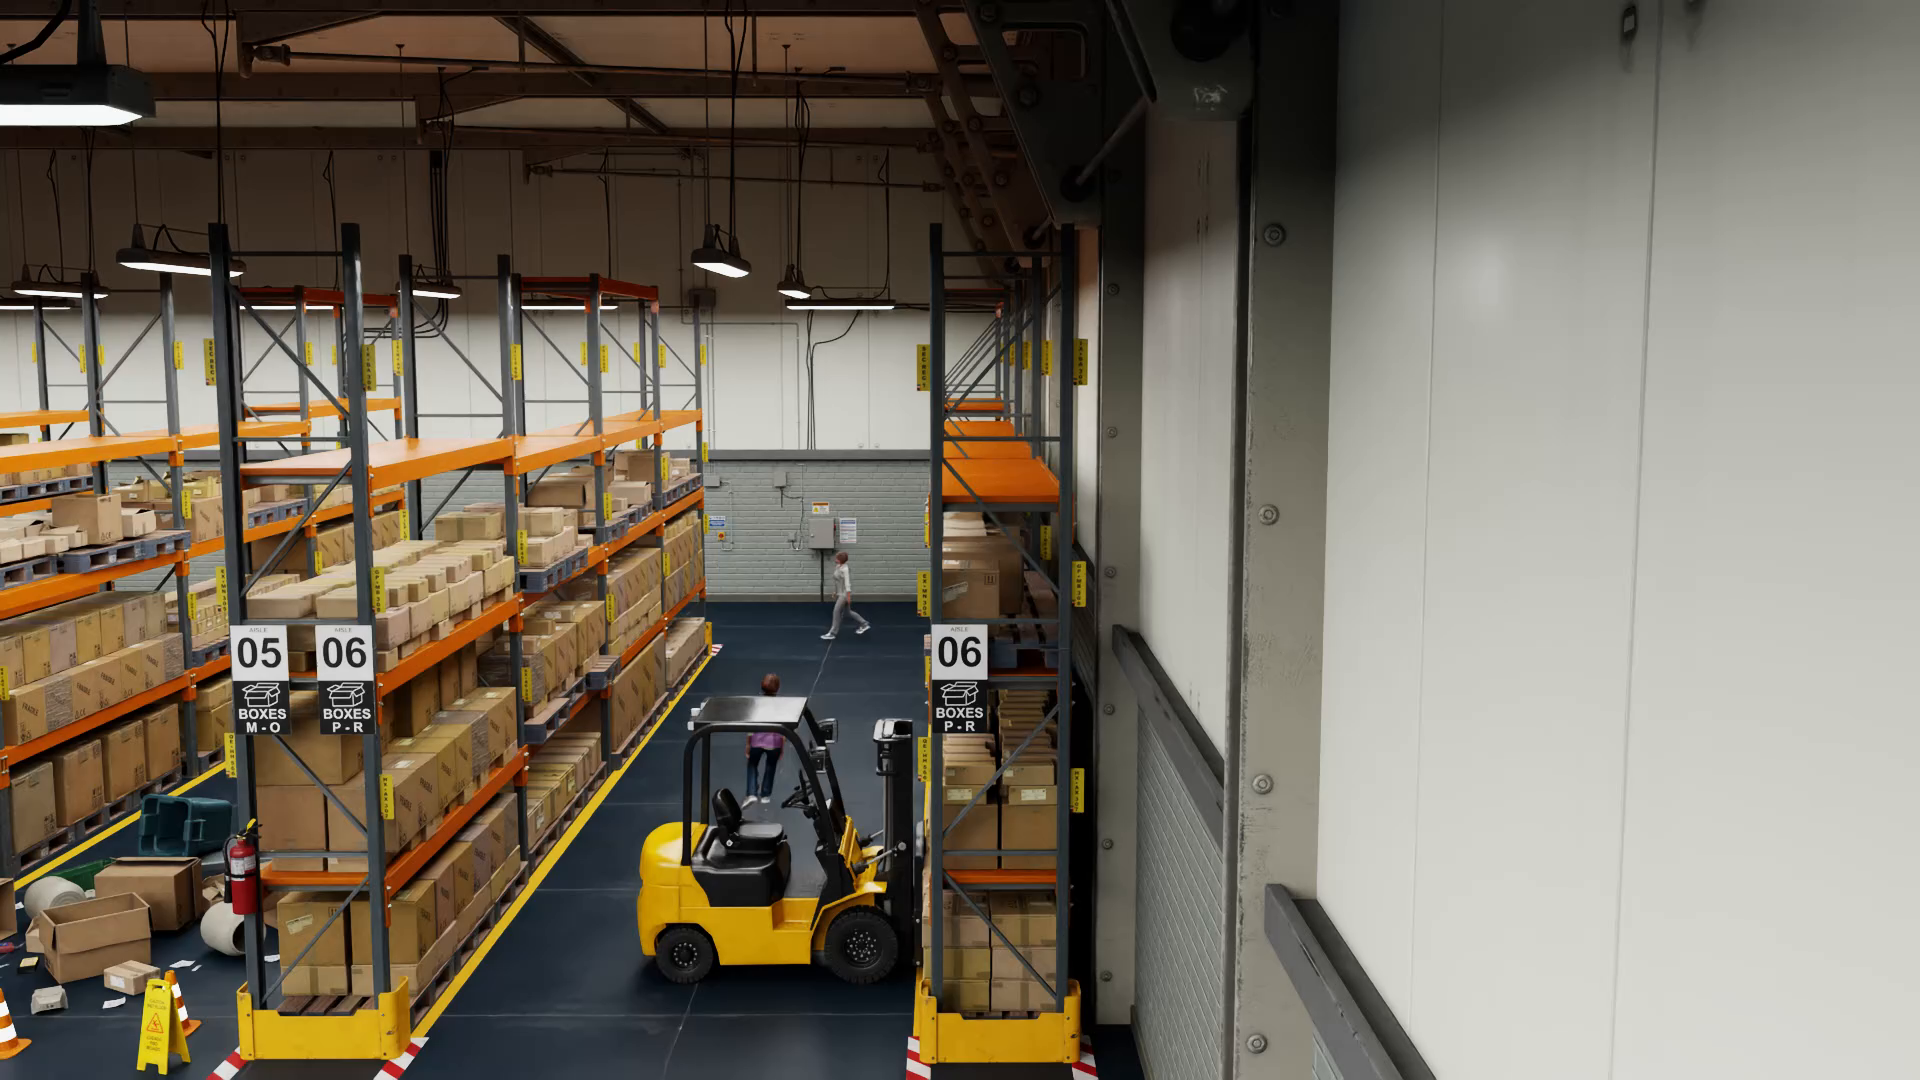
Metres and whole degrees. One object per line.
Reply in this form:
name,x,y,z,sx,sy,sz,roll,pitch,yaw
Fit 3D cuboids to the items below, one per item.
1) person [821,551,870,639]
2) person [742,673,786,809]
person,-2.032,0.964,29.364,0.895,1.562,0.449,-2,7,-16
person,-2.091,2.153,17.847,0.499,1.479,0.451,0,7,-1
